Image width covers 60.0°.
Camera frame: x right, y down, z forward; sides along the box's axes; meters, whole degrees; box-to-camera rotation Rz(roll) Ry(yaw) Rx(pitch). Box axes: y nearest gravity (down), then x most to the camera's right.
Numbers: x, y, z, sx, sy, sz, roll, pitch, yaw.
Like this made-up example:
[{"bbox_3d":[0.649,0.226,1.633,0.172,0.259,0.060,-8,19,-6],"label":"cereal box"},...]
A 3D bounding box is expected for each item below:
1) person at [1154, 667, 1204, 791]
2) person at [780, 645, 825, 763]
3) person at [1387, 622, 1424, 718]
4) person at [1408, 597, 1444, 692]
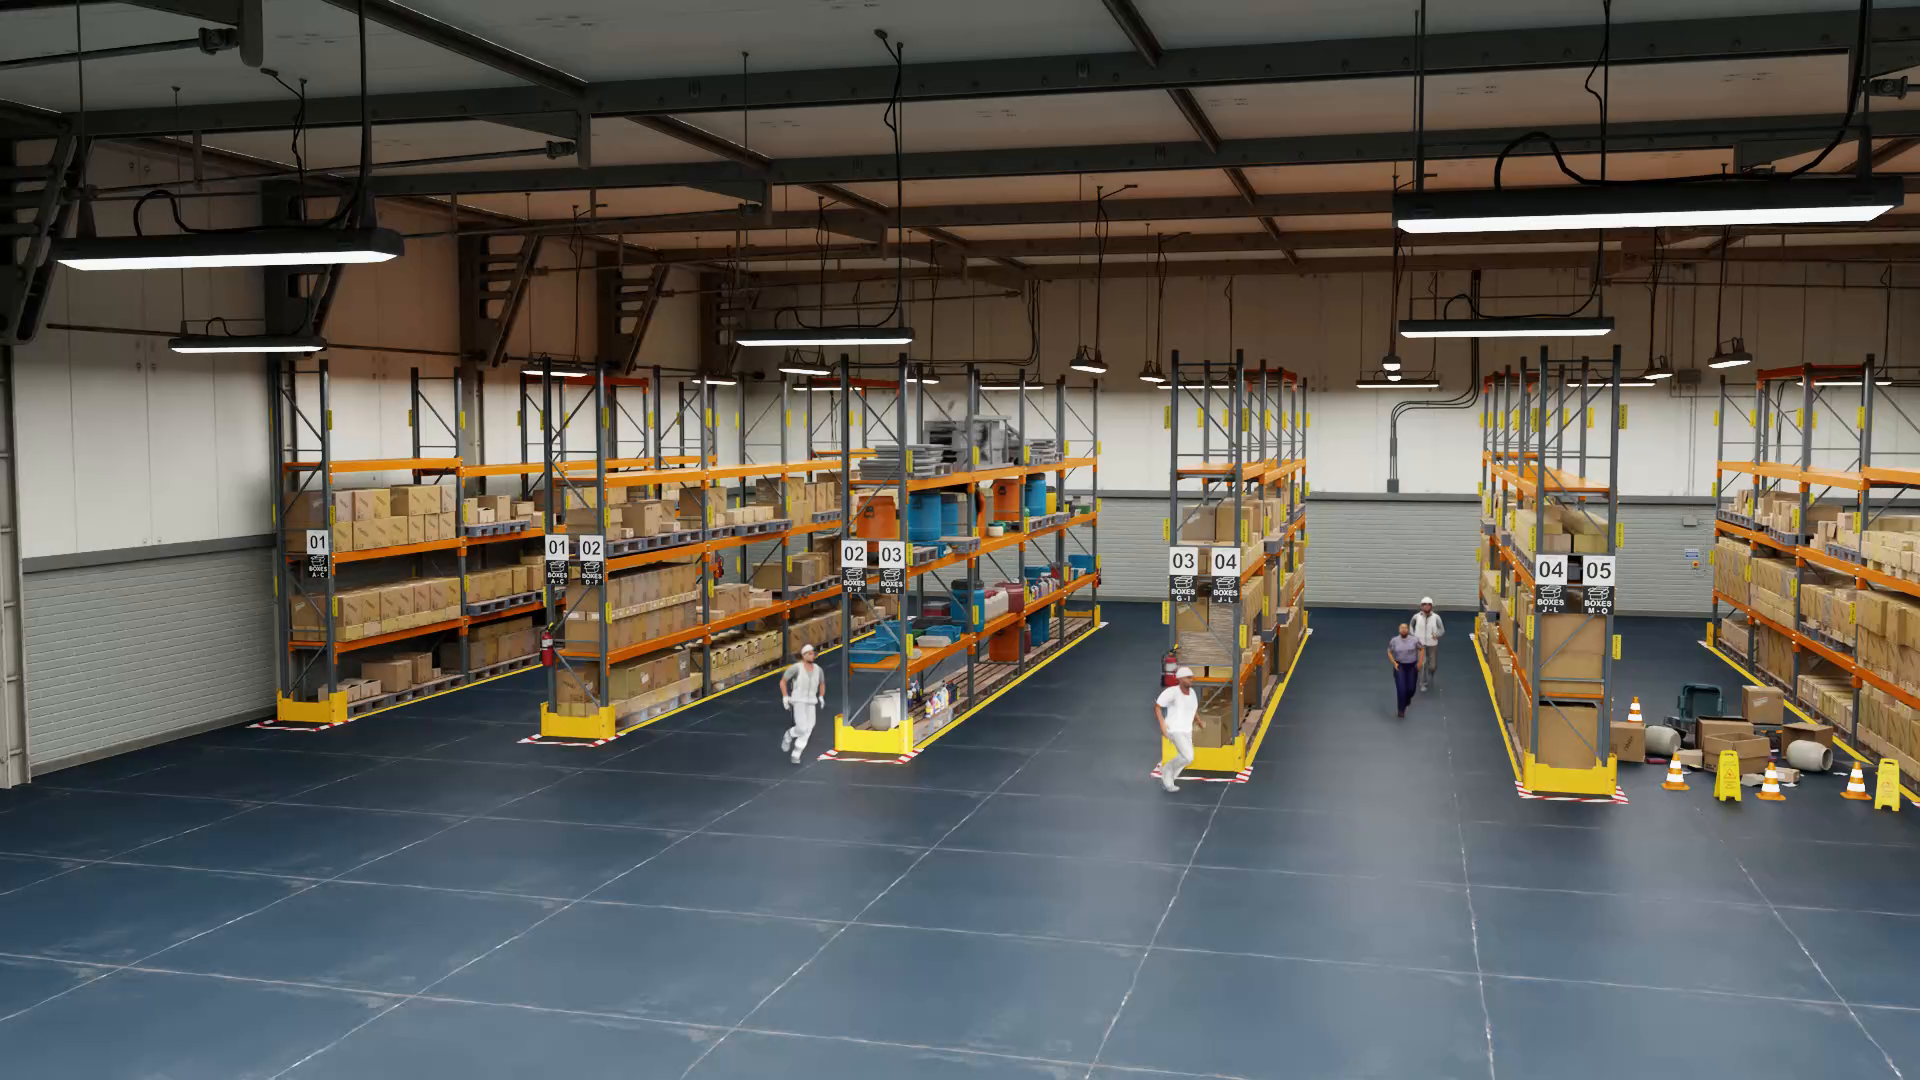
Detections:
[{"bbox_3d":[2.970,2.544,22.322,0.645,1.690,0.627,-4,6,-44],"label":"person"},{"bbox_3d":[-2.264,2.395,24.390,0.711,1.708,0.555,-3,5,-32],"label":"person"},{"bbox_3d":[7.539,2.193,28.150,0.615,1.606,0.625,1,4,14],"label":"person"},{"bbox_3d":[8.616,1.926,30.773,0.666,1.732,0.720,1,4,15],"label":"person"}]
